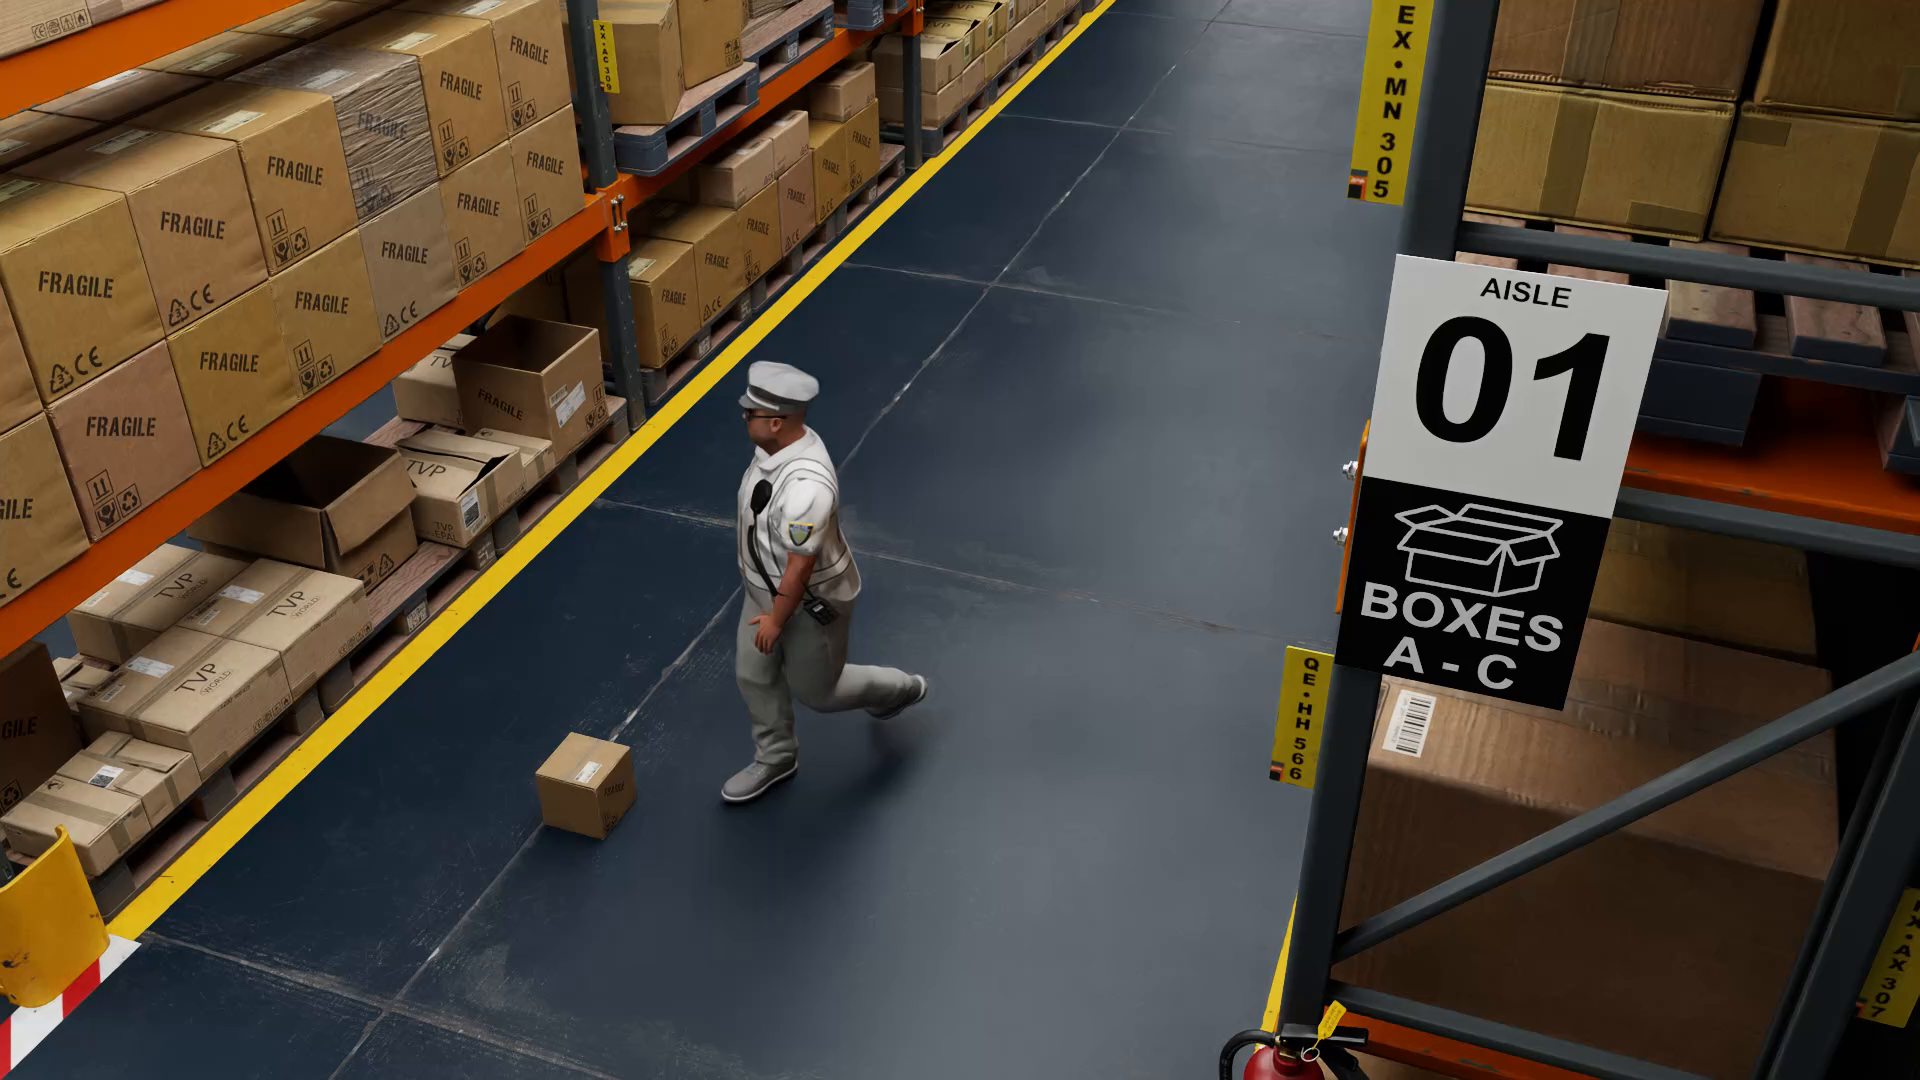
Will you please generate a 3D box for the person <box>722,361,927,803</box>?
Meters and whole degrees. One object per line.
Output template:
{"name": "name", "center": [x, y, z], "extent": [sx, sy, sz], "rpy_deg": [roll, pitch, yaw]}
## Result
{"name": "person", "center": [-0.515, 0.143, 5.907], "extent": [0.844, 1.725, 0.529], "rpy_deg": [-18, 37, -26]}
